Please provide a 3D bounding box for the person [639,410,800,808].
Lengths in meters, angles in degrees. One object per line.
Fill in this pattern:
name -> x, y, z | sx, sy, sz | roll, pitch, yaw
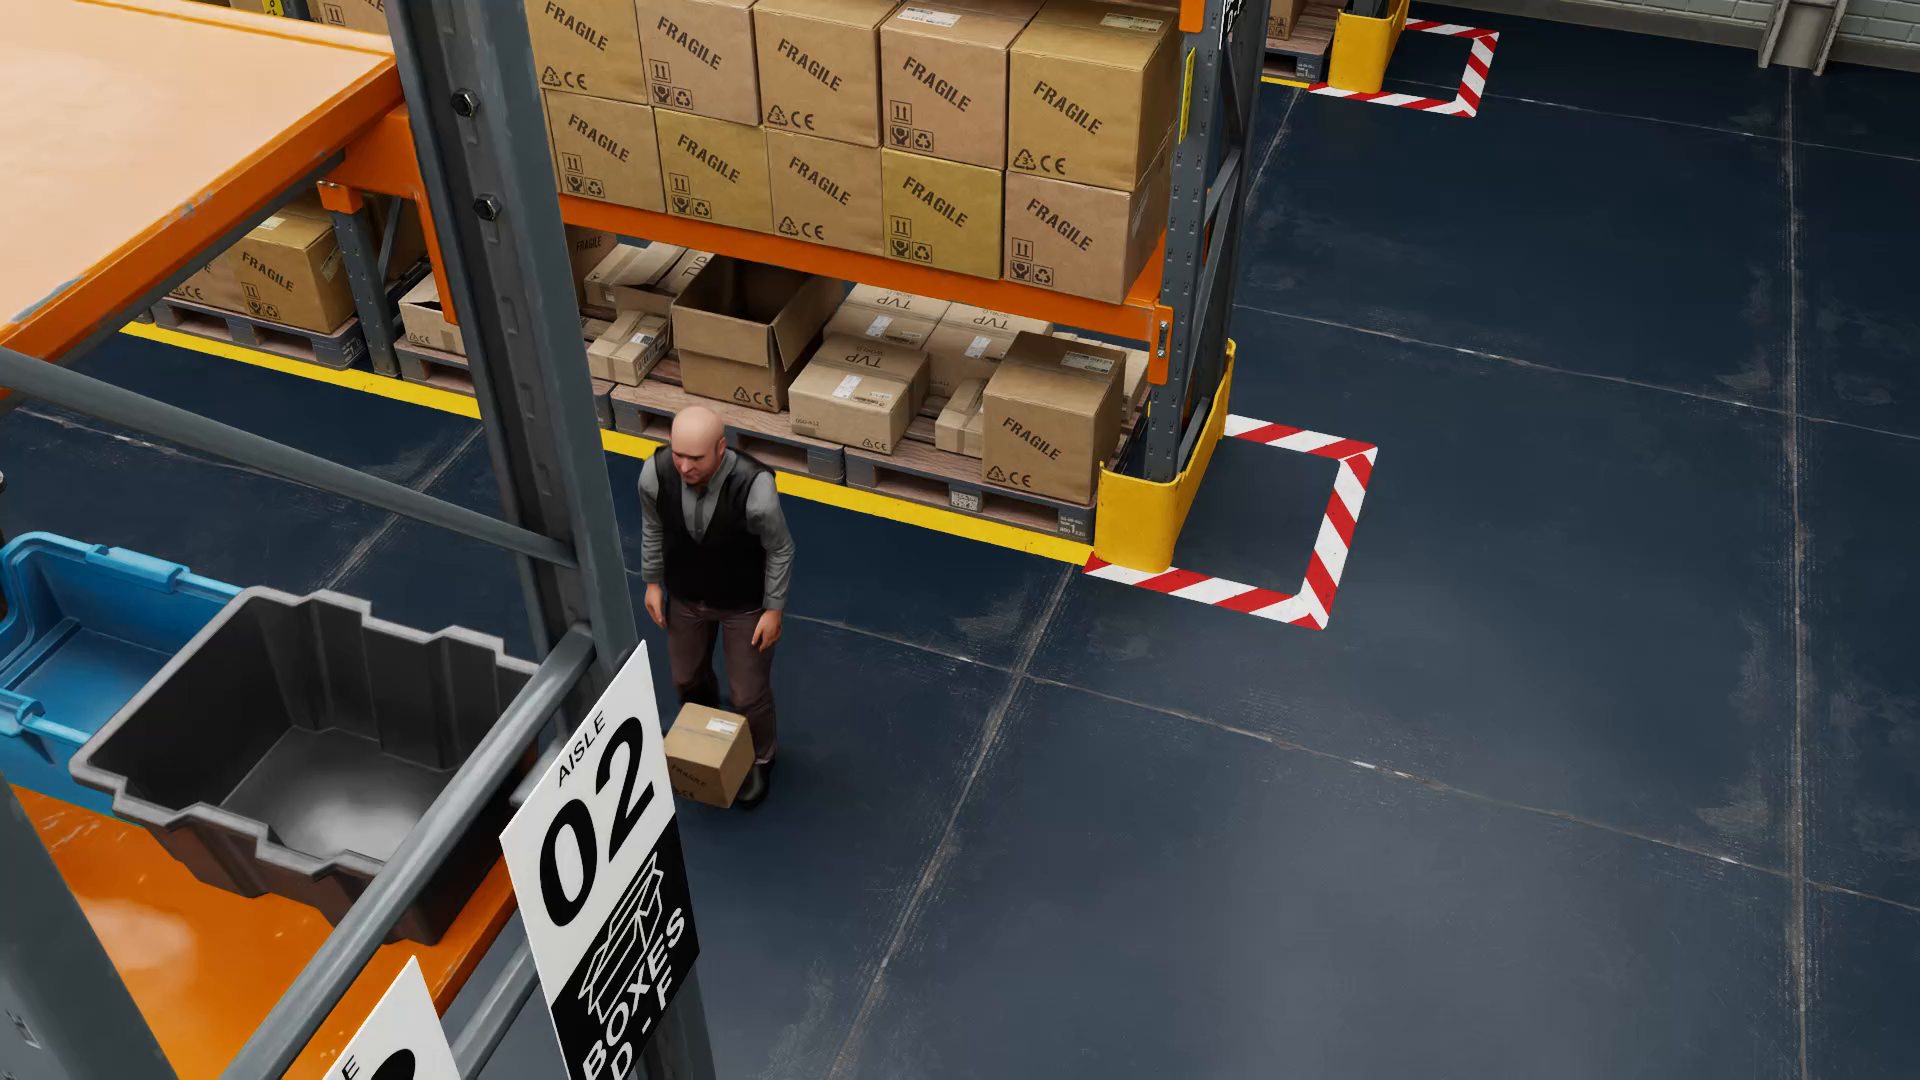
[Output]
person -> -0.852, 0.212, 5.936 | 0.579, 1.719, 0.475 | 12, 43, 13
